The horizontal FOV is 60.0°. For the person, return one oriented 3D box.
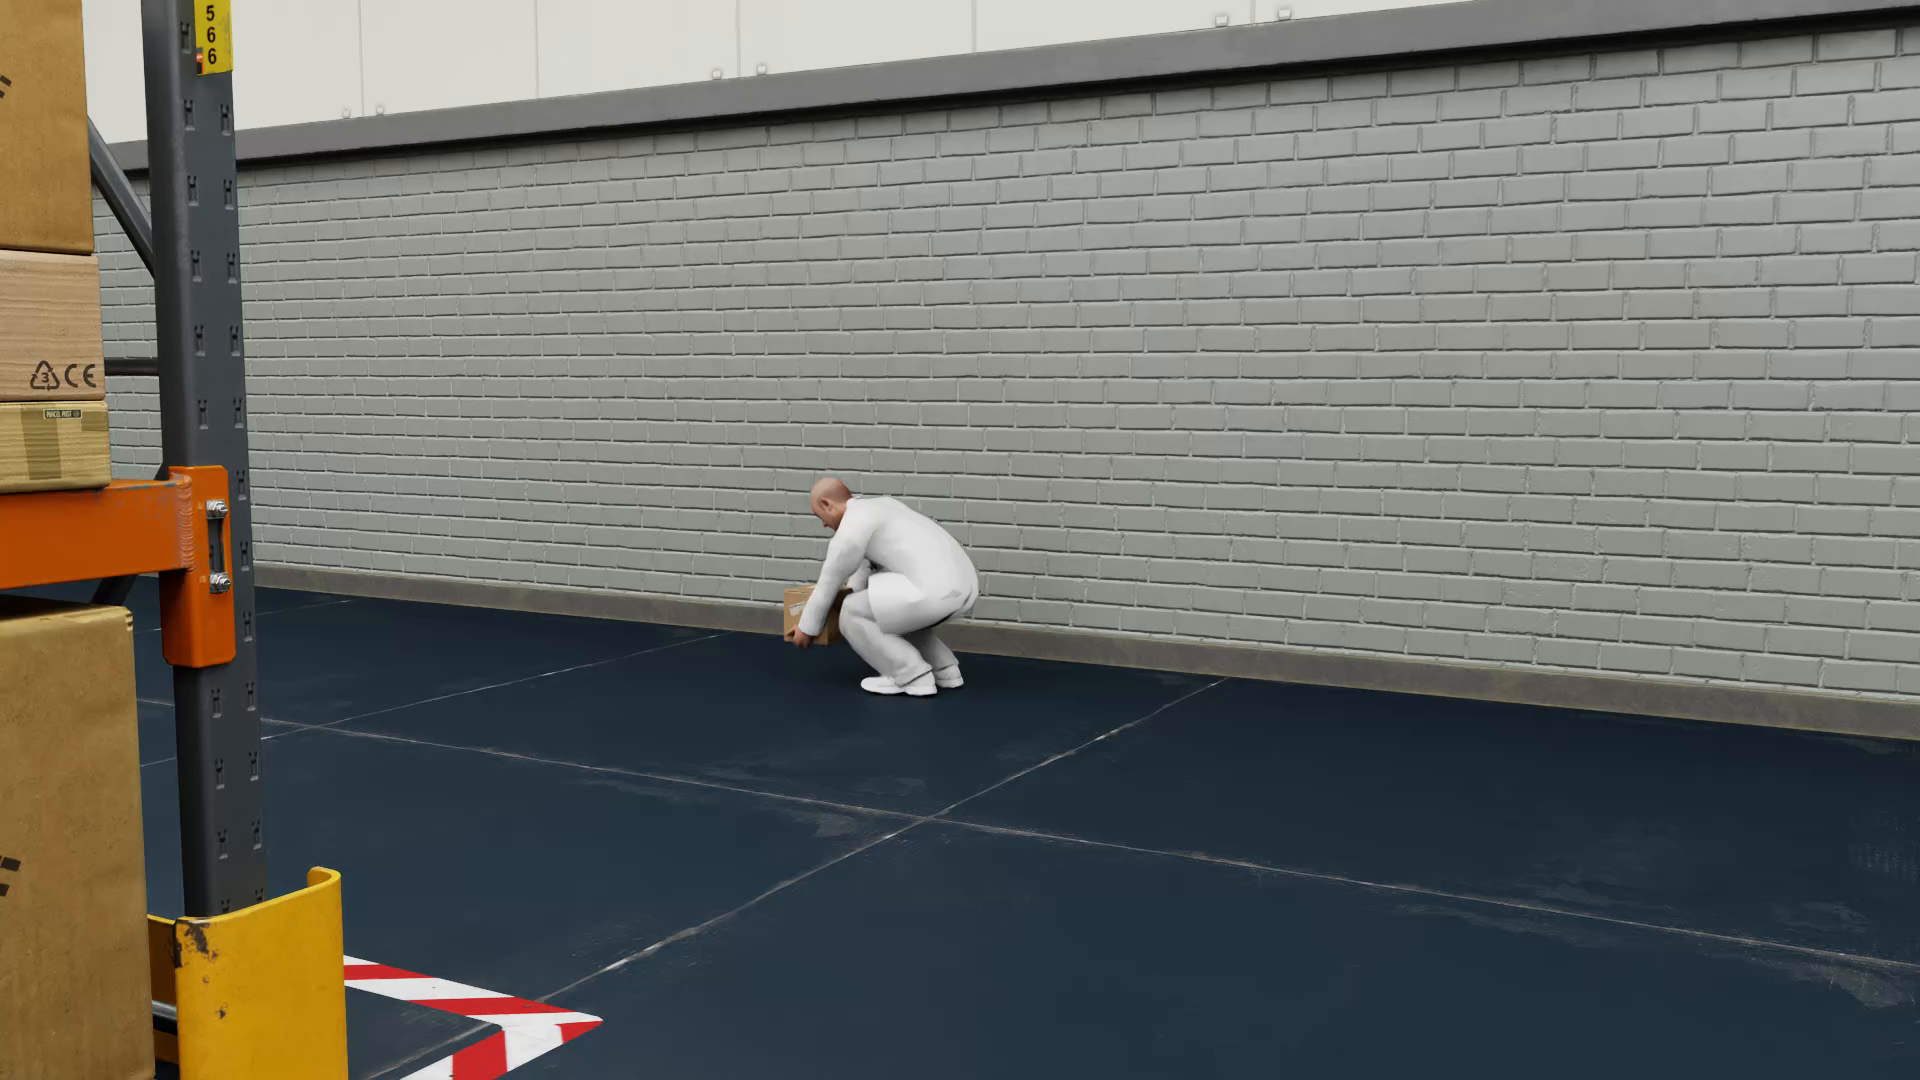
[{"bbox_3d":[-0.360,0.216,7.909,0.938,0.981,0.580,3,7,27],"label":"person"}]
